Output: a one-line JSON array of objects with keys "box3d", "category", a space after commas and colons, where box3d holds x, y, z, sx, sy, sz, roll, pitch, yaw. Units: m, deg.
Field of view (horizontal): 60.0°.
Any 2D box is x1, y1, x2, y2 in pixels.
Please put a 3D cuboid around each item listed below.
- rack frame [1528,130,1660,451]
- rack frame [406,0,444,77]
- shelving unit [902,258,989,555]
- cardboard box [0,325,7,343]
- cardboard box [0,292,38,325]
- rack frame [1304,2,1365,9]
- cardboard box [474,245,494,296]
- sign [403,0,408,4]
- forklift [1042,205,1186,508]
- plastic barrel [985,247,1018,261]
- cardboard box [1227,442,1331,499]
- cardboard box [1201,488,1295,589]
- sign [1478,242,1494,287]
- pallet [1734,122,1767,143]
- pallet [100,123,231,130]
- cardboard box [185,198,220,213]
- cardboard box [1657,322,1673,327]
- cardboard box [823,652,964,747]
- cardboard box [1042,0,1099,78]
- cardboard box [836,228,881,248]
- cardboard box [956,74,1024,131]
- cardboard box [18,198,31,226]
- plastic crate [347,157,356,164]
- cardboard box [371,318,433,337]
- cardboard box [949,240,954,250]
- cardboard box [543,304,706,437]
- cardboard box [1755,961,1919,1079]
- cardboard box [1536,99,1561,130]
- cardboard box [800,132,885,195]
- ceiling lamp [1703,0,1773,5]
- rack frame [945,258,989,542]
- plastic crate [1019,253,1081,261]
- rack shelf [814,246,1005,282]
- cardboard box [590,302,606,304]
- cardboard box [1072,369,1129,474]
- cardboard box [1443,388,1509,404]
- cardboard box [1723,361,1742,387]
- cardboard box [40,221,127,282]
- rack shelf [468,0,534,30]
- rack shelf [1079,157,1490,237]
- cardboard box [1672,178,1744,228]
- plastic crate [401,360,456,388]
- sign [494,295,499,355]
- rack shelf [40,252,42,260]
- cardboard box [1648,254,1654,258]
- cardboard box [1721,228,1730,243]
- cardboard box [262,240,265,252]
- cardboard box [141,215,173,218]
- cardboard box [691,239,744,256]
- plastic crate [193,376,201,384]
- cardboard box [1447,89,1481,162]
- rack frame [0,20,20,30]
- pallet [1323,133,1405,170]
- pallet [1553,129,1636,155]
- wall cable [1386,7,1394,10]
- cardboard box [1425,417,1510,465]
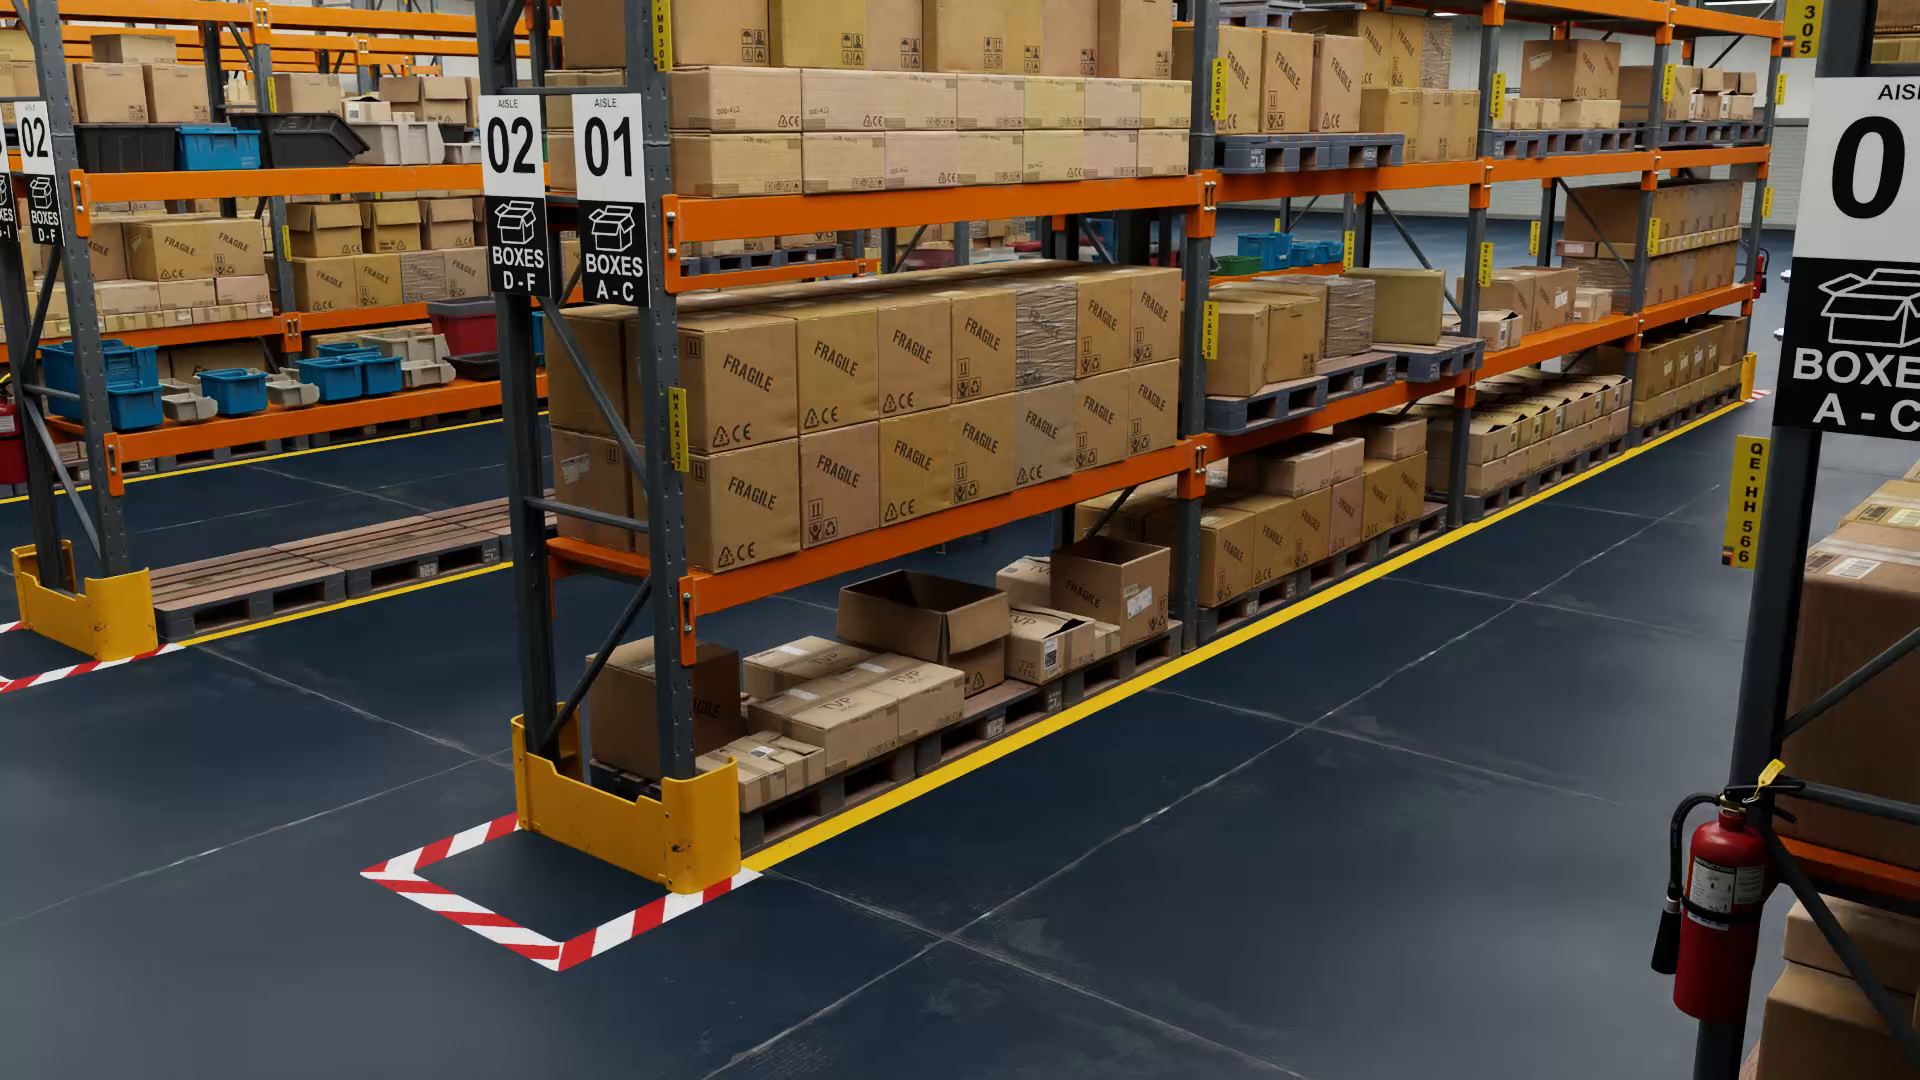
[{"box3d": [6.025, -2.390, 15.940, 1.000, 3.000, 0.127, 11, 18, 38], "category": "rack frame"}, {"box3d": [-10.735, -9.899, 33.311, 1.000, 3.000, 0.127, 11, 18, 38], "category": "rack frame"}, {"box3d": [-0.104, -0.986, 12.240, 0.431, 2.100, 0.503, 11, 18, 38], "category": "shelving unit"}, {"box3d": [-8.096, -1.718, 13.804, 0.380, 0.149, 0.250, 11, 18, 36], "category": "cardboard box"}, {"box3d": [-8.068, -1.944, 13.882, 0.500, 0.250, 0.500, 11, 18, 36], "category": "cardboard box"}, {"box3d": [4.689, -6.831, 21.237, 1.000, 3.000, 0.127, 11, 18, 38], "category": "rack frame"}, {"box3d": [-4.951, -2.879, 17.661, 0.500, 0.500, 0.500, 11, 18, 36], "category": "cardboard box"}, {"box3d": [-8.951, -8.810, 26.807, 0.100, 0.325, 0.005, 11, 18, 38], "category": "sign"}, {"box3d": [1.415, -1.976, 14.450, 1.130, 2.935, 3.031, 9, 17, 32], "category": "forklift"}, {"box3d": [0.406, -2.756, 17.154, 0.421, 0.512, 0.421, 0, 14, 0], "category": "plastic barrel"}, {"box3d": [2.119, -0.470, 11.040, 0.500, 0.250, 0.500, 11, 18, 38], "category": "cardboard box"}, {"box3d": [1.817, -0.019, 10.788, 0.500, 0.500, 0.500, 12, 18, 38], "category": "cardboard box"}, {"box3d": [3.939, -2.065, 12.468, 0.100, 0.325, 0.005, 11, 18, 38], "category": "sign"}, {"box3d": [8.074, -4.436, 18.079, 1.003, 0.211, 1.213, 11, 18, 38], "category": "pallet"}, {"box3d": [-7.228, -3.648, 14.977, 1.003, 0.211, 1.213, 11, 18, 38], "category": "pallet"}, {"box3d": [-11.437, -5.138, 25.096, 0.500, 0.500, 0.500, 11, 18, 36], "category": "cardboard box"}, {"box3d": [7.412, -2.129, 18.118, 0.500, 0.500, 0.500, 11, 18, 38], "category": "cardboard box"}, {"box3d": [-0.326, 0.776, 8.169, 0.500, 0.250, 0.500, 11, 18, 38], "category": "cardboard box"}, {"box3d": [0.296, -2.672, 8.724, 0.700, 0.500, 0.500, 11, 18, 38], "category": "cardboard box"}, {"box3d": [-1.347, -4.193, 22.230, 0.875, 0.500, 0.500, 11, 18, 38], "category": "cardboard box"}, {"box3d": [-0.045, -2.060, 7.838, 0.500, 0.250, 0.500, 11, 18, 38], "category": "cardboard box"}, {"box3d": [-10.585, -3.724, 18.353, 0.500, 0.500, 0.500, 10, 18, 36], "category": "cardboard box"}, {"box3d": [-4.262, -2.620, 11.286, 0.437, 0.136, 0.530, 11, 18, 38], "category": "plastic crate"}, {"box3d": [-5.758, -1.863, 17.325, 1.225, 0.875, 0.875, 10, 18, 36], "category": "cardboard box"}, {"box3d": [-0.255, -4.141, 23.342, 0.380, 0.149, 0.250, 11, 18, 38], "category": "cardboard box"}, {"box3d": [-1.451, -0.753, 7.261, 0.500, 0.500, 0.500, 11, 18, 37], "category": "cardboard box"}, {"box3d": [2.700, 1.532, 4.723, 0.700, 0.500, 0.500, 11, 18, 38], "category": "cardboard box"}, {"box3d": [4.776, -3.618, 14.133, 0.500, 0.250, 0.500, 9, 17, 33], "category": "cardboard box"}, {"box3d": [-0.672, -1.626, 7.144, 0.500, 0.250, 0.500, 11, 18, 38], "category": "cardboard box"}, {"box3d": [19.486, -14.768, 40.624, 2.000, 3.185, 0.800, 11, 18, 38], "category": "ceiling lamp"}, {"box3d": [0.049, -1.033, 12.424, 0.400, 2.100, 0.015, 11, 18, 38], "category": "rack frame"}, {"box3d": [0.914, -2.685, 16.968, 0.402, 0.464, 0.583, 11, 18, 38], "category": "plastic crate"}, {"box3d": [-0.421, -3.958, 23.573, 1.077, 0.370, 4.000, 11, 18, 38], "category": "rack shelf"}, {"box3d": [-5.792, -3.691, 24.777, 1.050, 0.750, 0.750, 11, 18, 37], "category": "cardboard box"}, {"box3d": [0.559, -0.672, 8.974, 0.500, 0.500, 0.500, 12, 18, 39], "category": "cardboard box"}, {"box3d": [4.606, -1.198, 14.838, 0.500, 0.311, 0.500, 12, 18, 39], "category": "cardboard box"}, {"box3d": [8.432, -1.879, 18.658, 0.500, 0.250, 0.500, 11, 18, 38], "category": "cardboard box"}, {"box3d": [-7.845, -2.581, 14.869, 0.500, 0.500, 0.500, 11, 18, 36], "category": "cardboard box"}, {"box3d": [-4.111, -3.608, 10.820, 1.077, 0.370, 4.000, 11, 18, 38], "category": "rack shelf"}, {"box3d": [2.254, -2.346, 11.136, 1.077, 0.370, 4.000, 11, 18, 38], "category": "rack shelf"}, {"box3d": [8.202, -3.736, 18.399, 0.700, 0.500, 0.500, 11, 18, 38], "category": "cardboard box"}, {"box3d": [-3.714, -1.147, 11.458, 0.293, 0.136, 0.466, 11, 18, 38], "category": "plastic crate"}, {"box3d": [-1.936, -0.896, 7.065, 0.100, 0.325, 0.005, 11, 18, 38], "category": "sign"}, {"box3d": [-13.157, -3.960, 23.579, 1.077, 0.370, 4.000, 11, 18, 38], "category": "rack shelf"}, {"box3d": [6.502, -2.823, 16.121, 0.380, 0.149, 0.250, 12, 18, 38], "category": "cardboard box"}, {"box3d": [8.123, -3.317, 18.068, 0.380, 0.149, 0.250, 11, 18, 37], "category": "cardboard box"}, {"box3d": [-8.749, -3.616, 20.423, 0.380, 0.149, 0.250, 12, 19, 39], "category": "cardboard box"}, {"box3d": [-9.746, -3.854, 20.149, 0.380, 0.149, 0.250, 11, 18, 36], "category": "cardboard box"}, {"box3d": [-2.960, -3.574, 20.052, 0.500, 0.250, 0.500, 11, 18, 36], "category": "cardboard box"}, {"box3d": [-4.802, -0.998, 10.873, 0.396, 0.136, 0.243, 11, 18, 38], "category": "plastic crate"}, {"box3d": [3.263, -3.038, 12.193, 0.910, 0.500, 0.500, 11, 18, 38], "category": "cardboard box"}, {"box3d": [-10.500, -6.086, 18.305, 1.000, 3.000, 0.127, 11, 18, 38], "category": "rack frame"}, {"box3d": [2.111, -2.534, 10.795, 1.213, 0.211, 1.003, 11, 18, 38], "category": "pallet"}, {"box3d": [5.481, -3.580, 14.921, 0.805, 0.209, 1.217, 10, 18, 35], "category": "pallet"}, {"box3d": [14.373, -18.259, 53.034, 3.097, 2.526, 0.112, 11, 18, 38], "category": "wall cable"}, {"box3d": [4.069, -0.822, 13.358, 0.500, 0.311, 0.500, 12, 19, 39], "category": "cardboard box"}]
